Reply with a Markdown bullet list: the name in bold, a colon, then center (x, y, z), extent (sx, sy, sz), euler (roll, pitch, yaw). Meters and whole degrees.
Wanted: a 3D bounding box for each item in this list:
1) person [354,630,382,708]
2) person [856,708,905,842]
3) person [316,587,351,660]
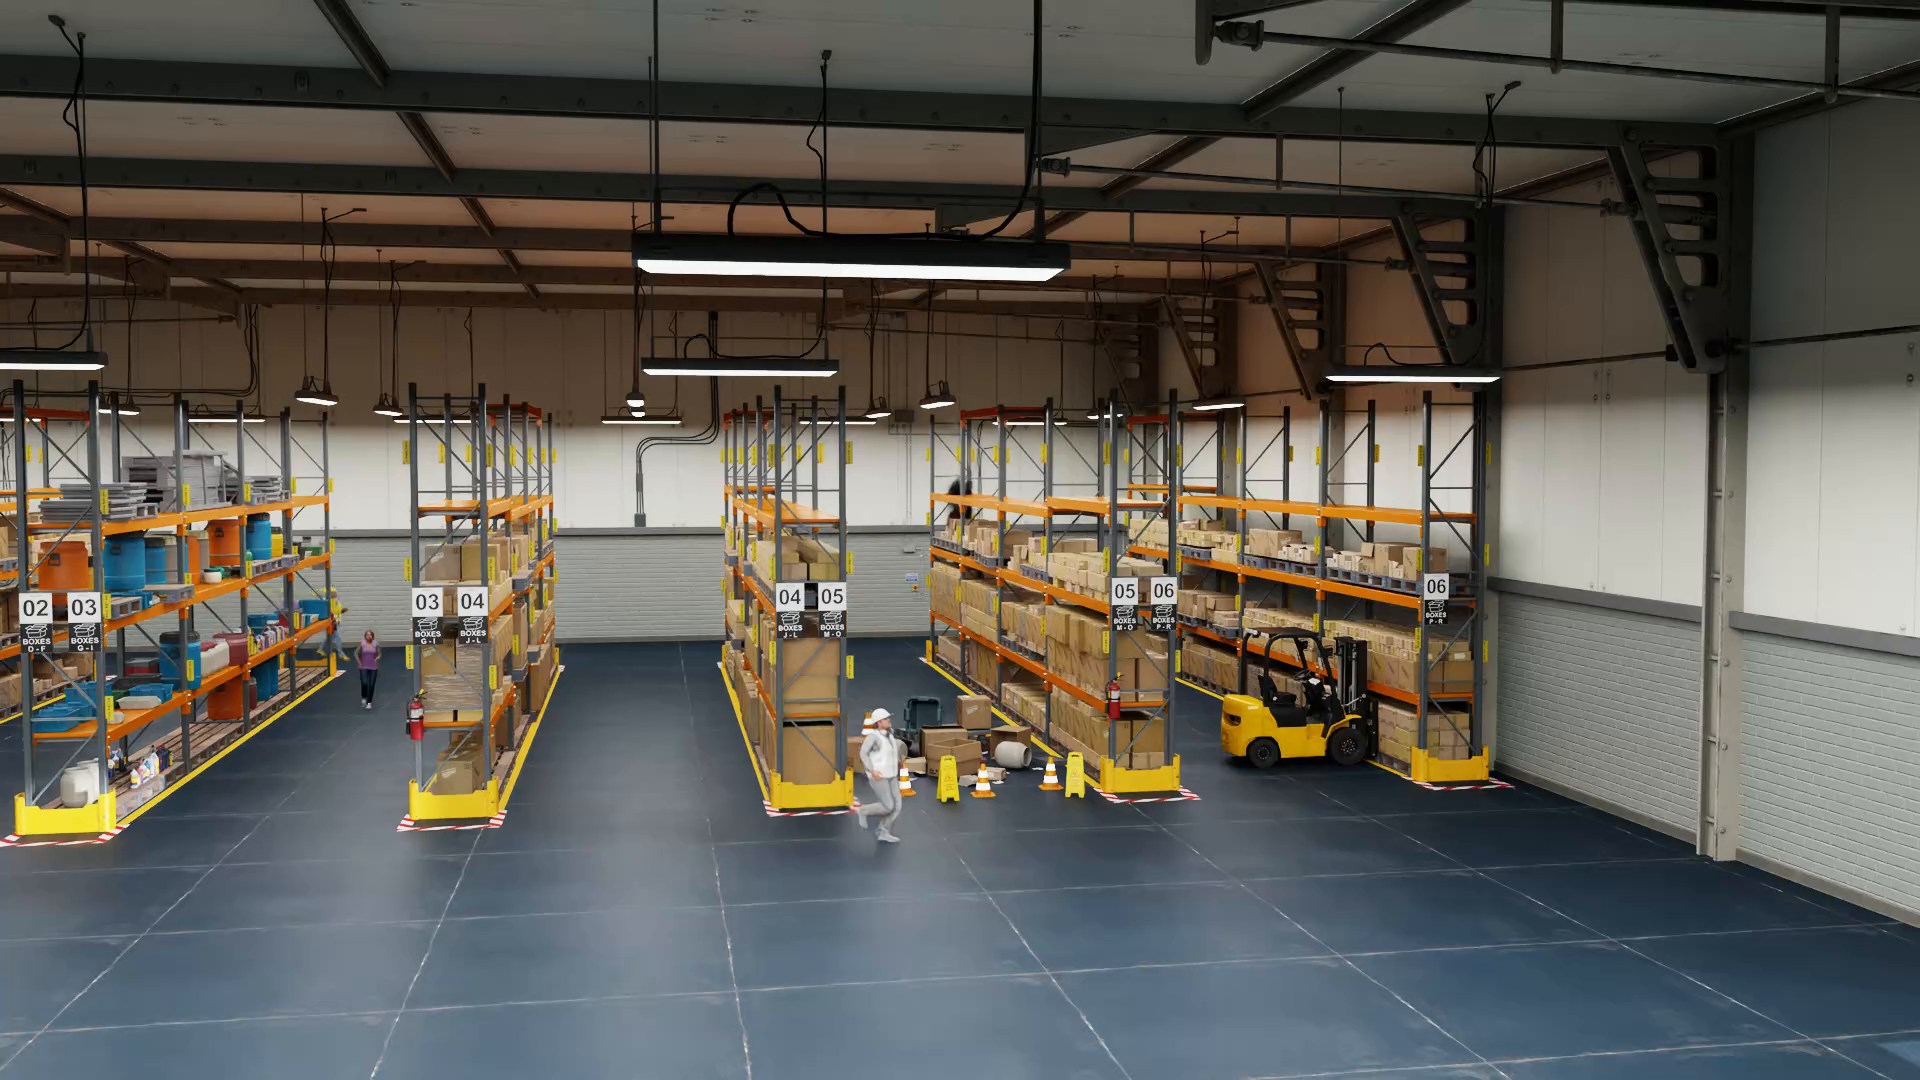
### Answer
- **person**: center (-11.657, 2.547, 32.766), extent (0.513, 1.559, 0.601), euler (-1, 3, -24)
- **person**: center (-1.028, 3.052, 21.595), extent (0.585, 1.733, 0.697), euler (2, 3, 31)
- **person**: center (-15.311, 2.037, 40.610), extent (0.944, 1.780, 0.693), euler (0, 3, 6)
